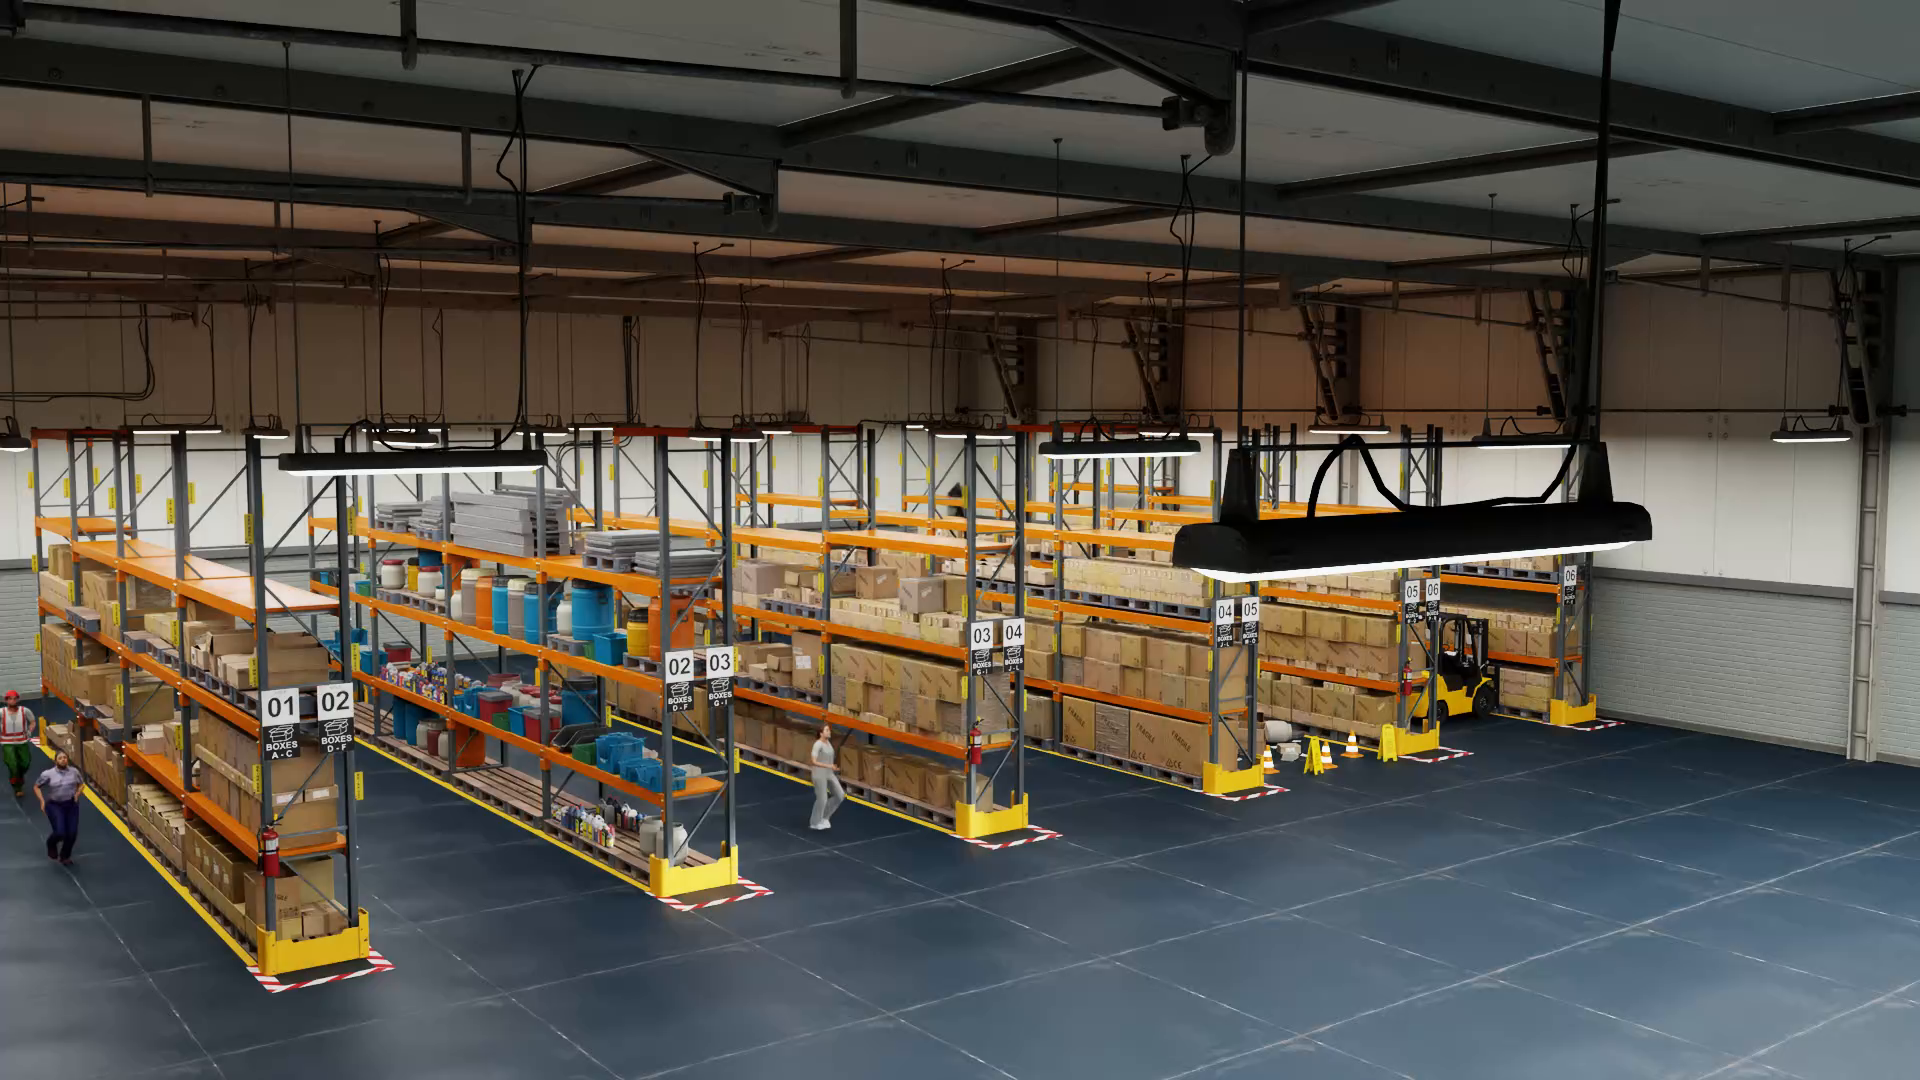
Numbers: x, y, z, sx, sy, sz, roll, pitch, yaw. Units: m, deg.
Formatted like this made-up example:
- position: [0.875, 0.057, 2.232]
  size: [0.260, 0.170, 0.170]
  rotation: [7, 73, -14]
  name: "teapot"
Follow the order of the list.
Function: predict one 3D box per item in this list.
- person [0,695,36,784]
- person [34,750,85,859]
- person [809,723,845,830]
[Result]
- position: [-15.419, 3.235, 27.125]
  size: [0.651, 1.464, 0.476]
  rotation: [-3, 6, -36]
  name: "person"
- position: [-12.429, 3.688, 23.049]
  size: [0.520, 1.535, 0.604]
  rotation: [4, 6, 44]
  name: "person"
- position: [-2.014, 3.547, 24.915]
  size: [0.602, 1.632, 0.569]
  rotation: [3, 5, 30]
  name: "person"
